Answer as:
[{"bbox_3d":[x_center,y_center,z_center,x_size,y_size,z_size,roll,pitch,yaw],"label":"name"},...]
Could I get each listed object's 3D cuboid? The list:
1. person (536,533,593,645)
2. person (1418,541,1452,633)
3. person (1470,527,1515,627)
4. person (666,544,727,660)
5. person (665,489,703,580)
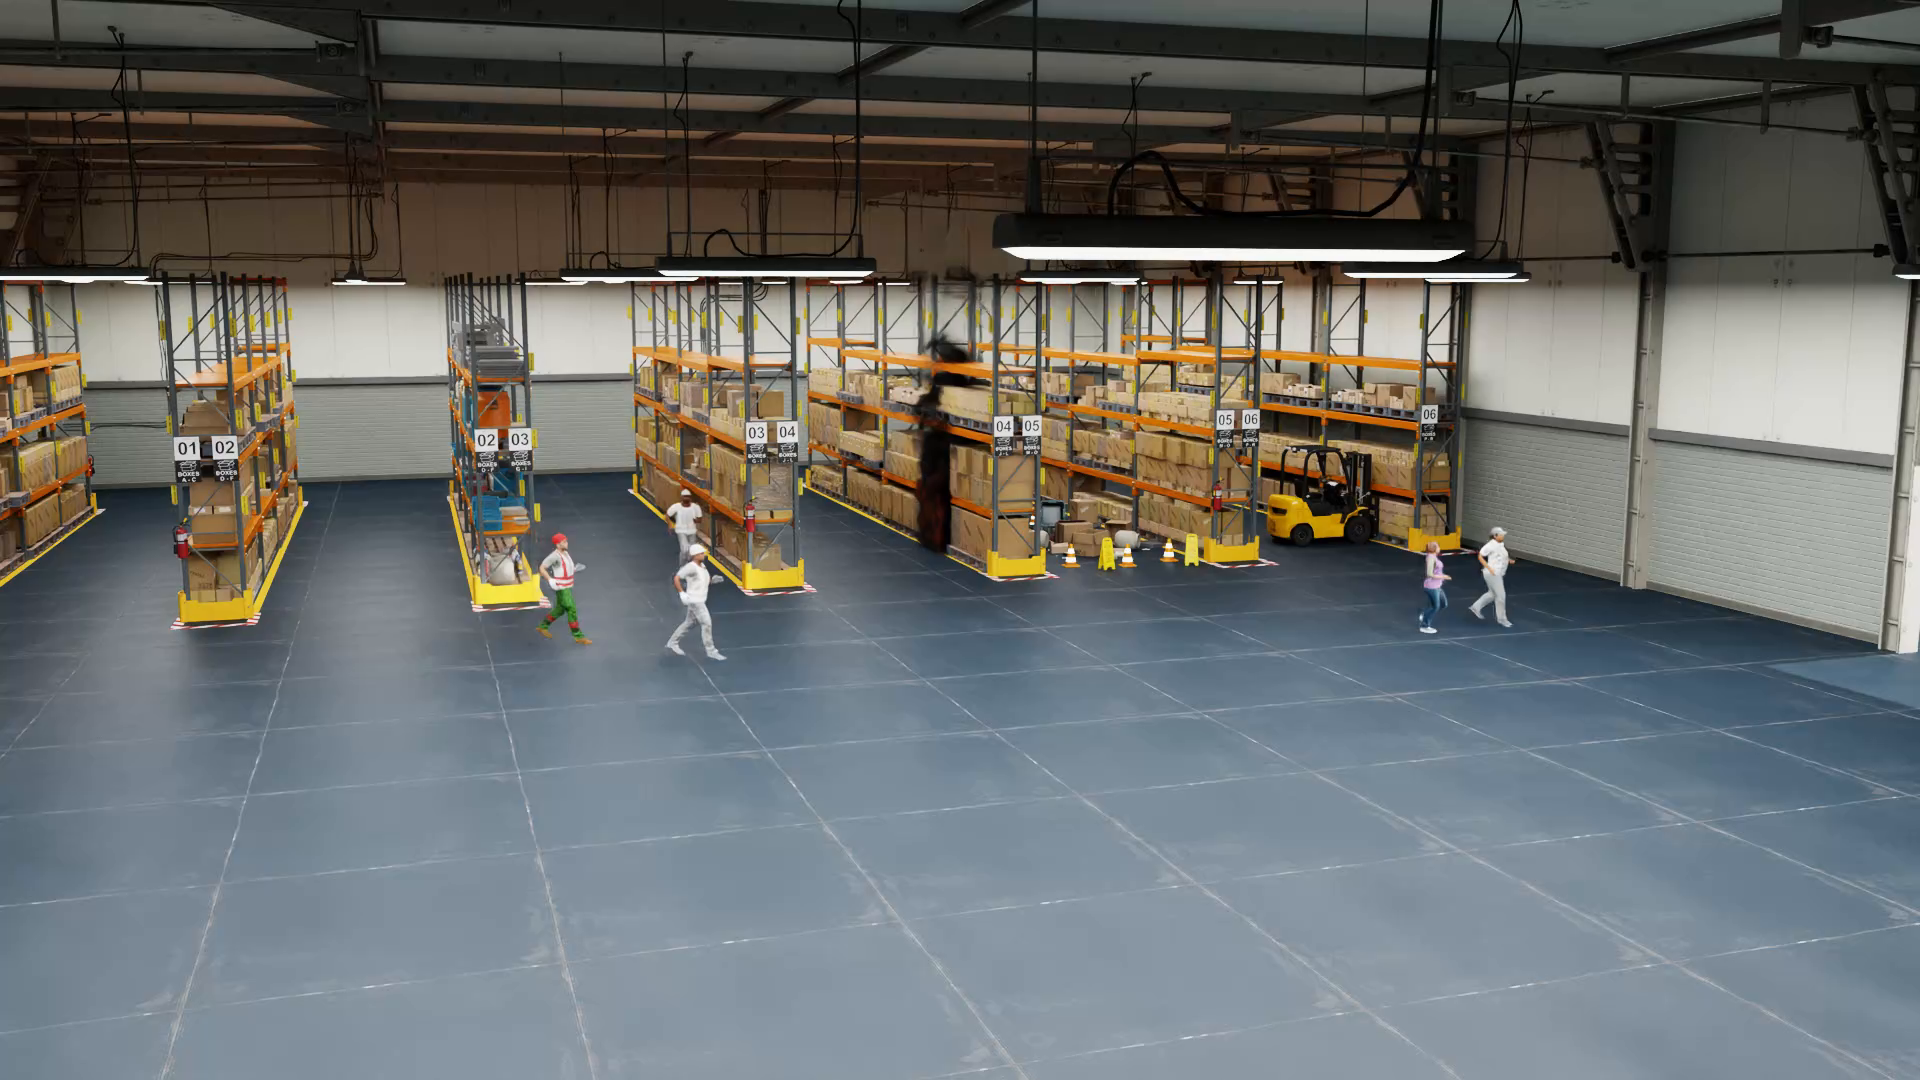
[{"bbox_3d":[-6.402,0.779,26.803,0.991,1.782,0.659,1,9,6],"label":"person"},{"bbox_3d":[7.933,0.781,27.728,0.536,1.556,0.526,4,9,23],"label":"person"},{"bbox_3d":[9.150,0.618,28.536,0.813,1.680,0.602,6,10,34],"label":"person"},{"bbox_3d":[-4.089,0.956,25.663,0.957,1.802,0.674,0,9,2],"label":"person"},{"bbox_3d":[-5.433,-0.110,33.001,0.671,1.801,0.728,-4,10,-26],"label":"person"}]
